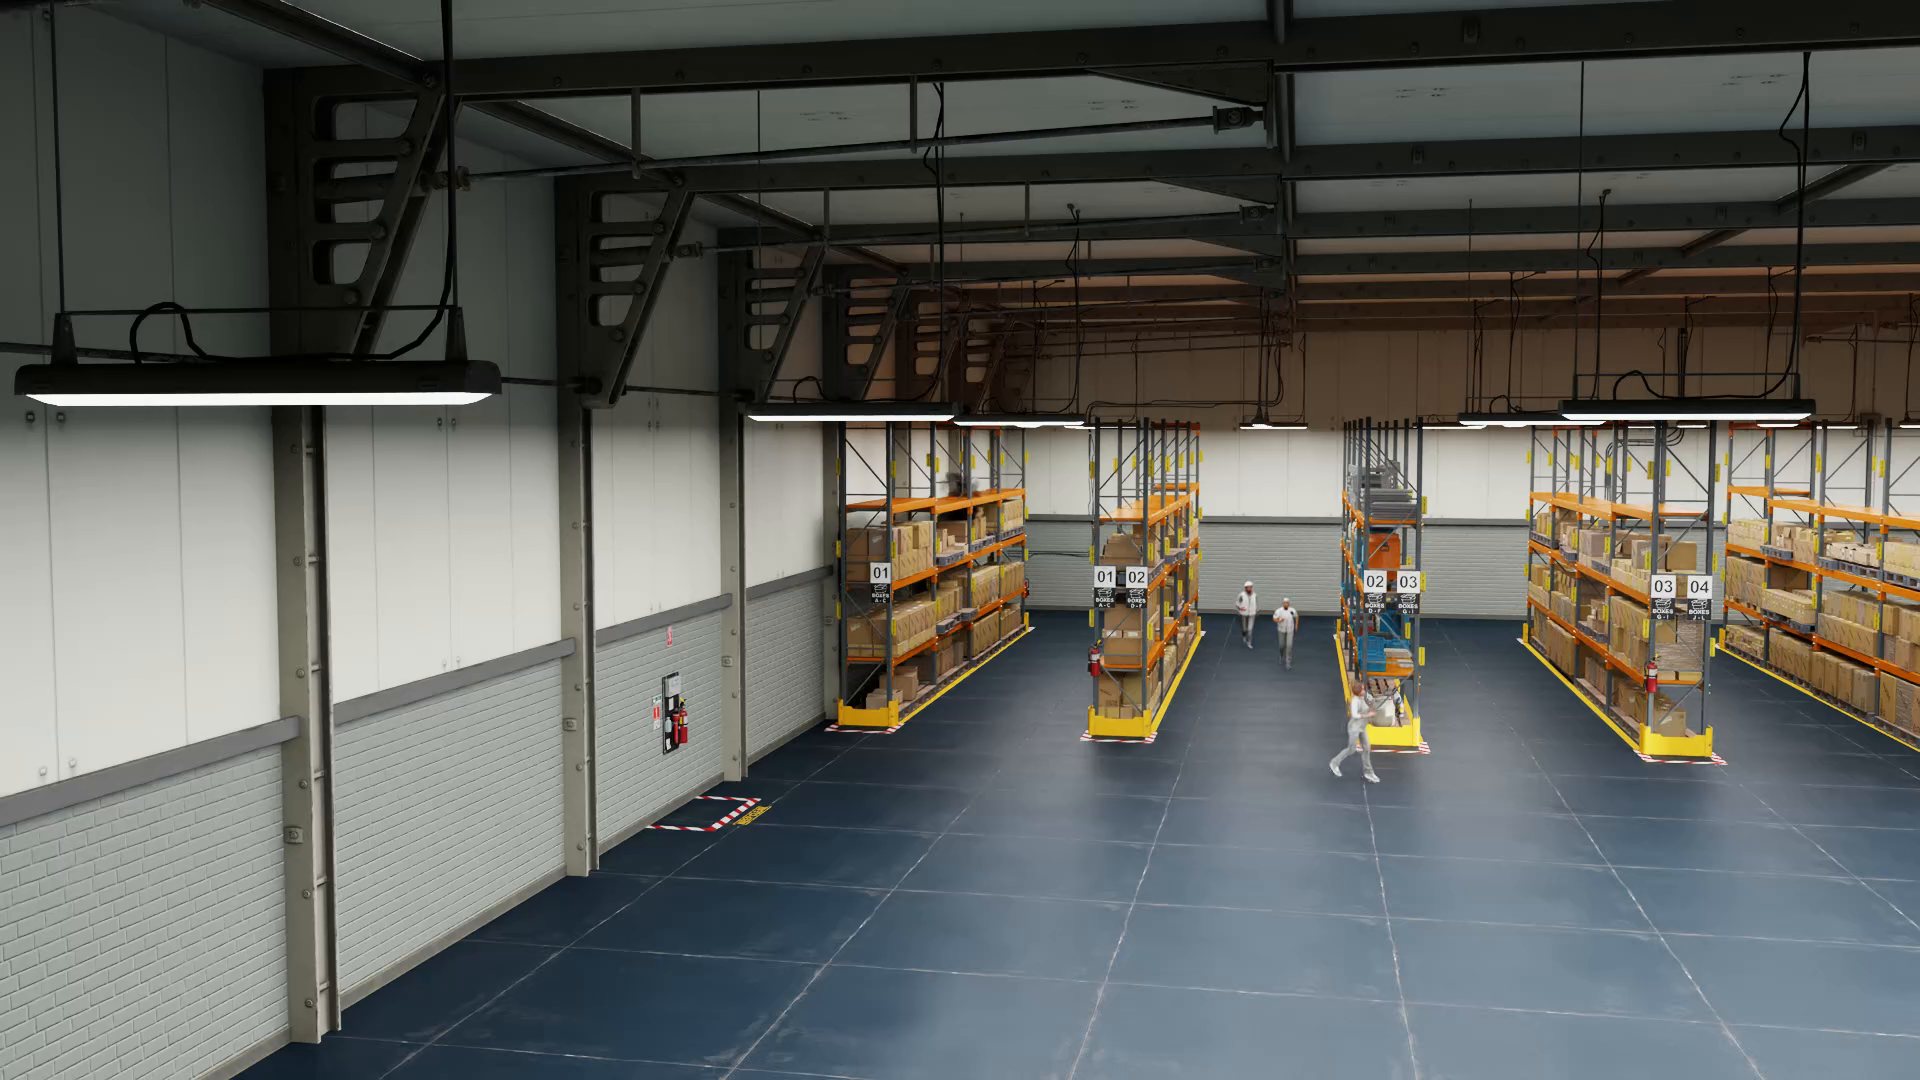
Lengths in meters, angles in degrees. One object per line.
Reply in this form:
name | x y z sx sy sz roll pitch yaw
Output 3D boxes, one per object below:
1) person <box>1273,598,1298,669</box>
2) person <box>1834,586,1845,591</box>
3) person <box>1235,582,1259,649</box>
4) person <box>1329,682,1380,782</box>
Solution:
person | 7.931 2.243 40.524 0.632 1.673 0.903 1 4 8
person | 22.372 2.066 42.376 0.676 1.770 0.963 0 4 1
person | 7.636 1.989 44.210 0.657 1.769 0.775 0 4 -1
person | 6.478 3.131 27.255 0.837 1.610 0.558 3 4 34
